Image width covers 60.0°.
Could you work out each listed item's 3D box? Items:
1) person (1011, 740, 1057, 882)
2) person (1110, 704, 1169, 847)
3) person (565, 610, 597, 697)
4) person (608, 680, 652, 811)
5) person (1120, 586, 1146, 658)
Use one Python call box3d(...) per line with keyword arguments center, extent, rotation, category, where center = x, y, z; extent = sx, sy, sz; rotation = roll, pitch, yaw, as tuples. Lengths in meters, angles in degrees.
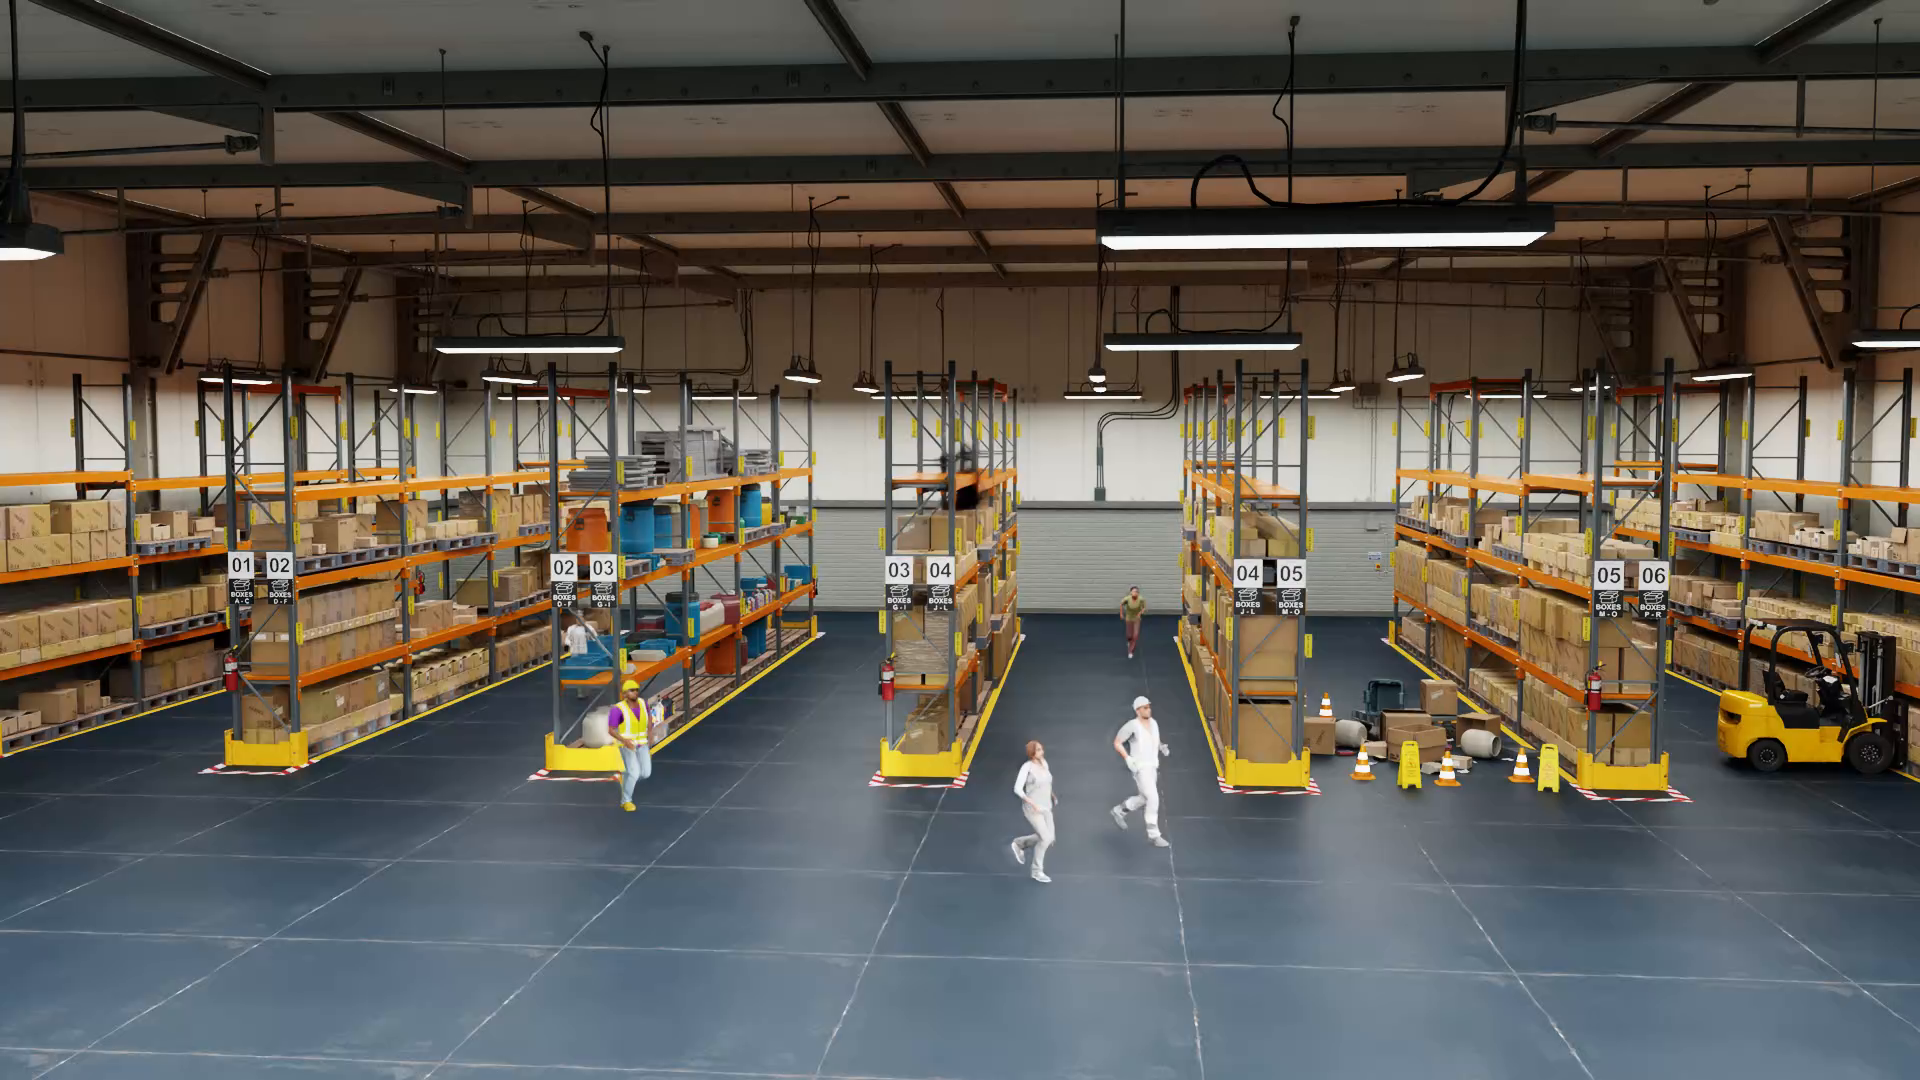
box3d(center=(0.802, 3.011, 18.592), extent=(0.557, 1.573, 0.540), rotation=(3, 5, 40), category="person")
box3d(center=(2.208, 2.808, 20.242), extent=(0.881, 1.741, 0.643), rotation=(4, 5, 43), category="person")
box3d(center=(-7.073, 2.120, 31.023), extent=(0.591, 1.656, 0.518), rotation=(0, 4, -4), category="person")
box3d(center=(-4.338, 2.702, 21.990), extent=(0.654, 1.726, 0.721), rotation=(4, 5, 45), category="person")
box3d(center=(3.826, 1.804, 36.795), extent=(0.572, 1.599, 0.692), rotation=(0, 4, -5), category="person")
